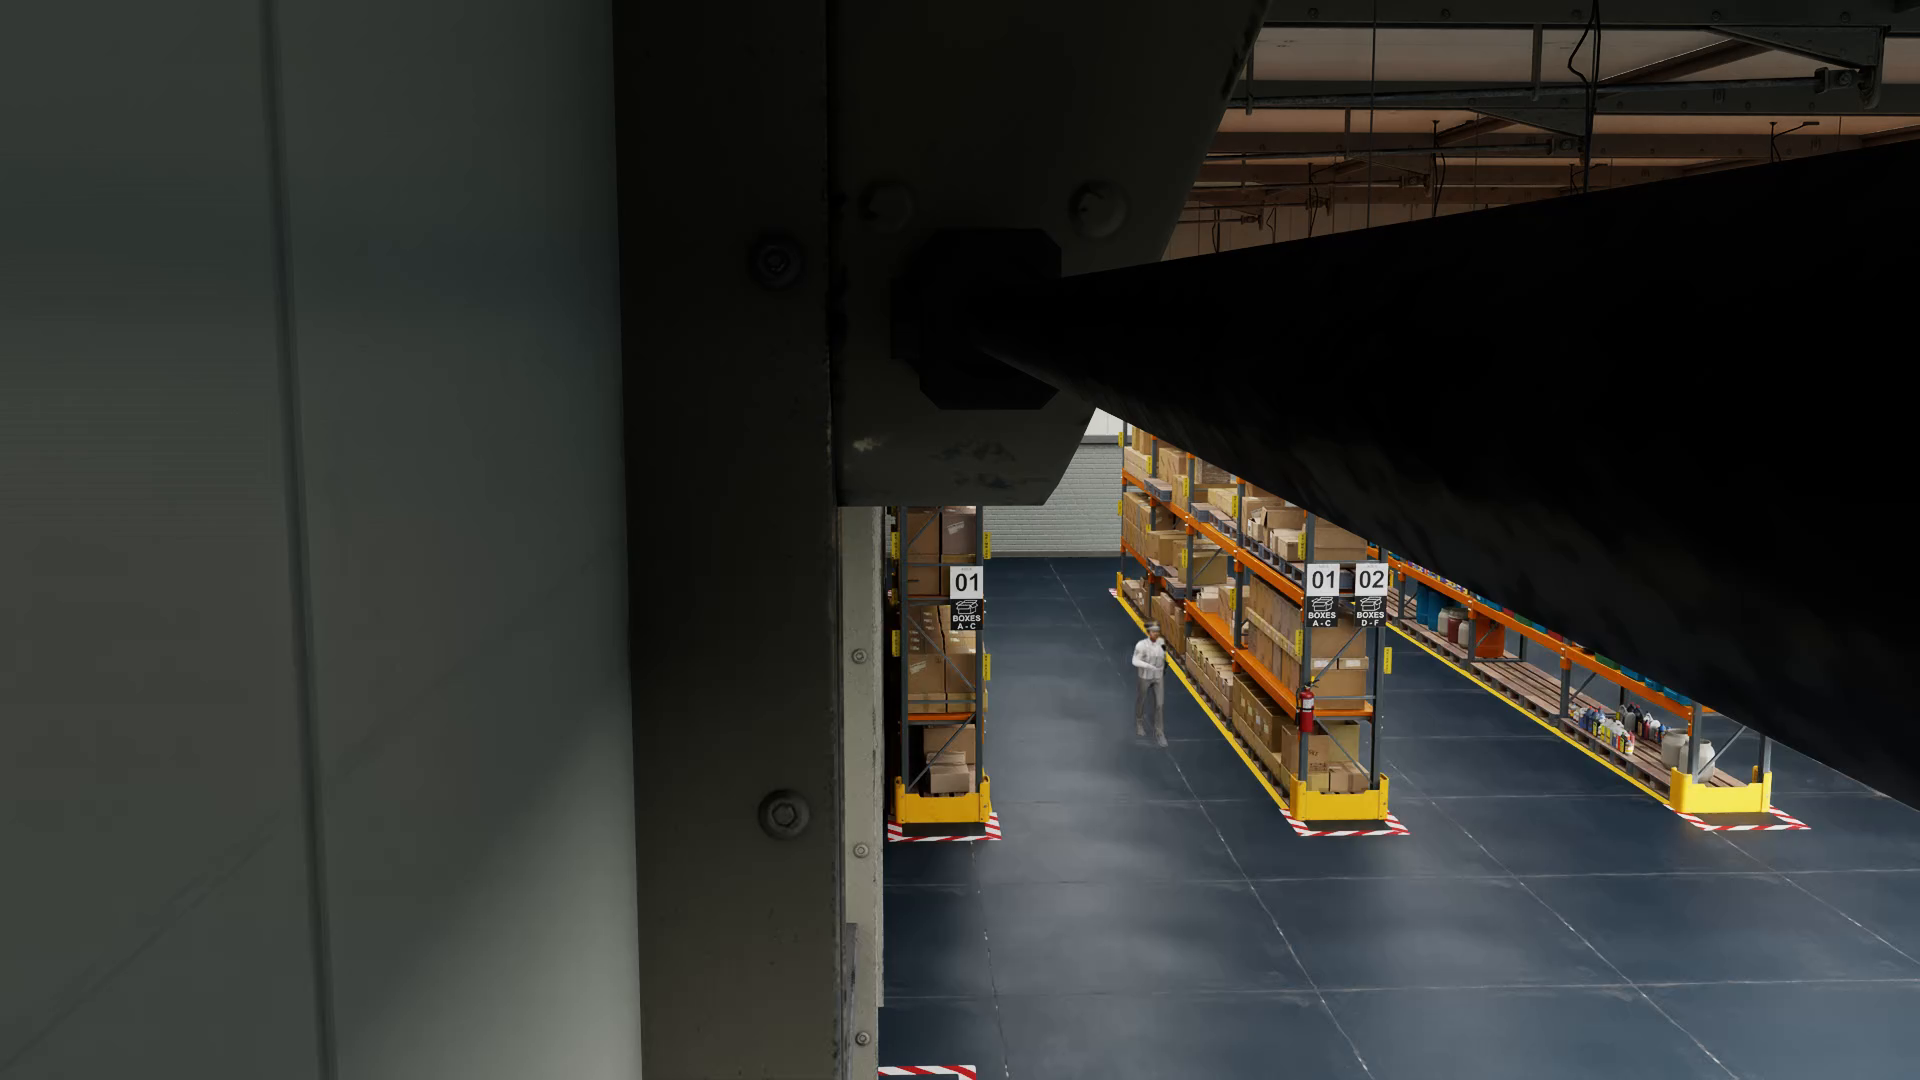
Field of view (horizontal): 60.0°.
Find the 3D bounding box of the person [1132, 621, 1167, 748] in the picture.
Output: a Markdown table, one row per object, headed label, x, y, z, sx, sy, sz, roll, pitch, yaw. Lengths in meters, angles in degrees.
| label | x | y | z | sx | sy | sz | roll | pitch | yaw |
| --- | --- | --- | --- | --- | --- | --- | --- | --- | --- |
| person | 2.652 | 1.956 | 23.206 | 0.562 | 1.734 | 0.813 | -2 | 8 | -11 |
